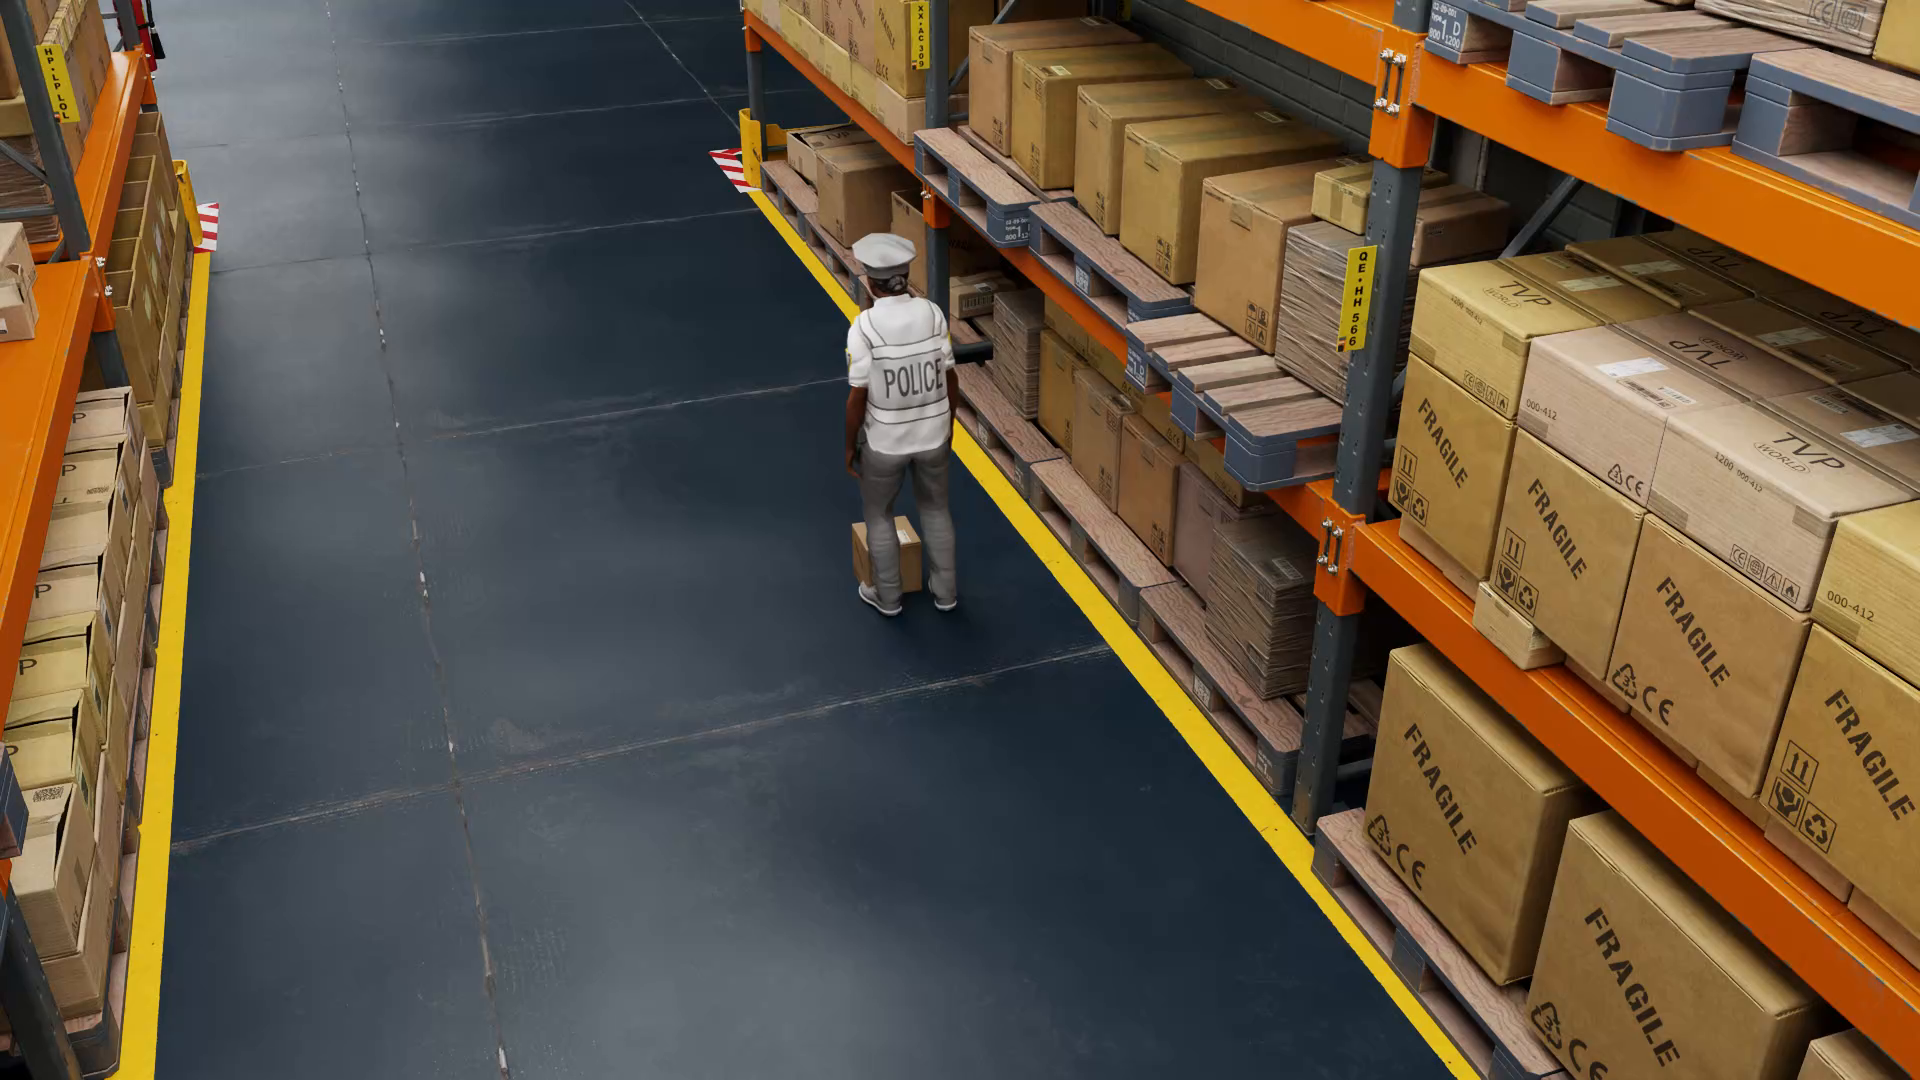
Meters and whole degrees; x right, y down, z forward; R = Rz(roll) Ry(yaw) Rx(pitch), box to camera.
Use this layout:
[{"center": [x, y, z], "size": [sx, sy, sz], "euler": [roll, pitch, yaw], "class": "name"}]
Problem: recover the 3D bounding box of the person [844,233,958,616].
[{"center": [-0.239, -0.432, 6.878], "size": [0.526, 1.658, 0.427], "euler": [-12, 32, -20], "class": "person"}]
